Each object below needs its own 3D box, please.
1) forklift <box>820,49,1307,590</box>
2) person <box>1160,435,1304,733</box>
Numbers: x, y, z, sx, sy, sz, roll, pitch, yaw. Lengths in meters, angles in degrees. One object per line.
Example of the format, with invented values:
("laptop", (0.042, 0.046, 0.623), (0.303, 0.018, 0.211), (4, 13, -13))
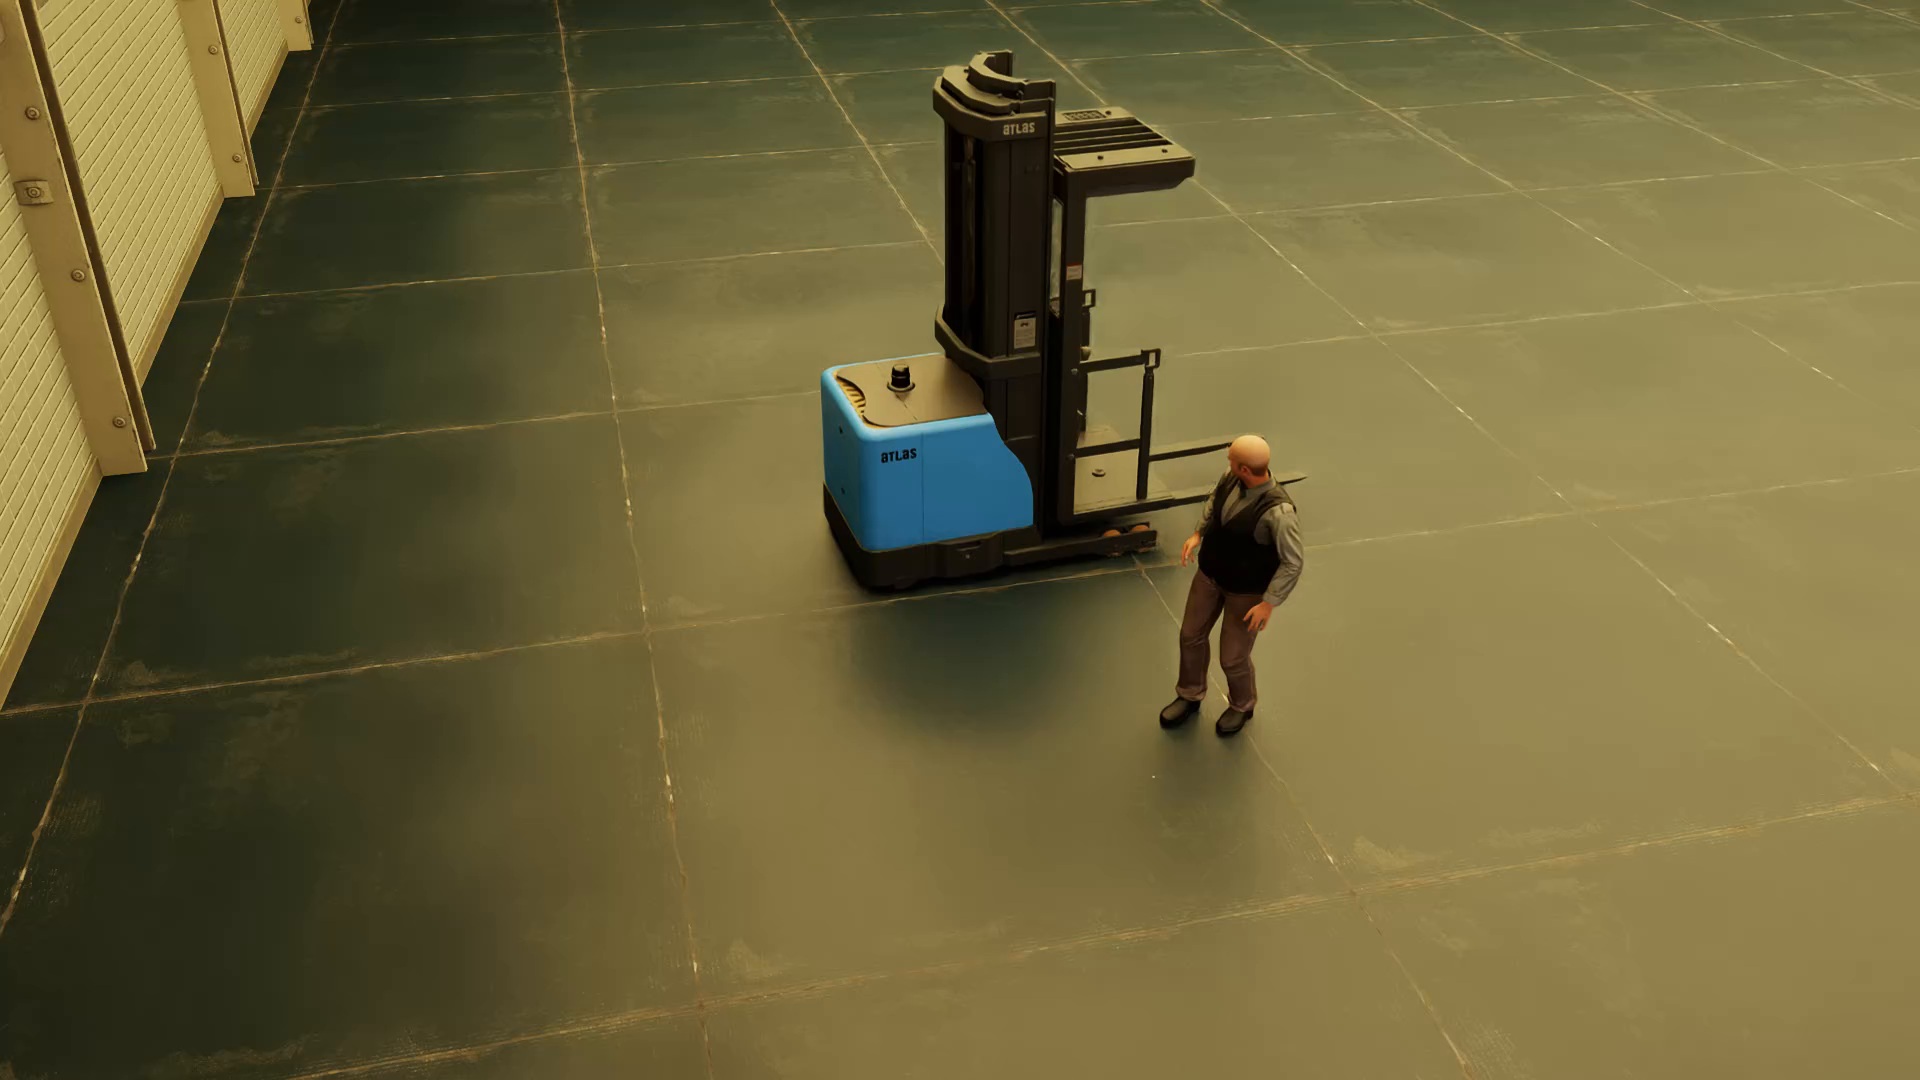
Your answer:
("forklift", (0.707, -1.403, 9.999), (3.031, 2.935, 1.130), (-10, 31, -16))
("person", (1.367, 0.237, 8.394), (0.513, 1.704, 0.731), (-21, 36, -31))
